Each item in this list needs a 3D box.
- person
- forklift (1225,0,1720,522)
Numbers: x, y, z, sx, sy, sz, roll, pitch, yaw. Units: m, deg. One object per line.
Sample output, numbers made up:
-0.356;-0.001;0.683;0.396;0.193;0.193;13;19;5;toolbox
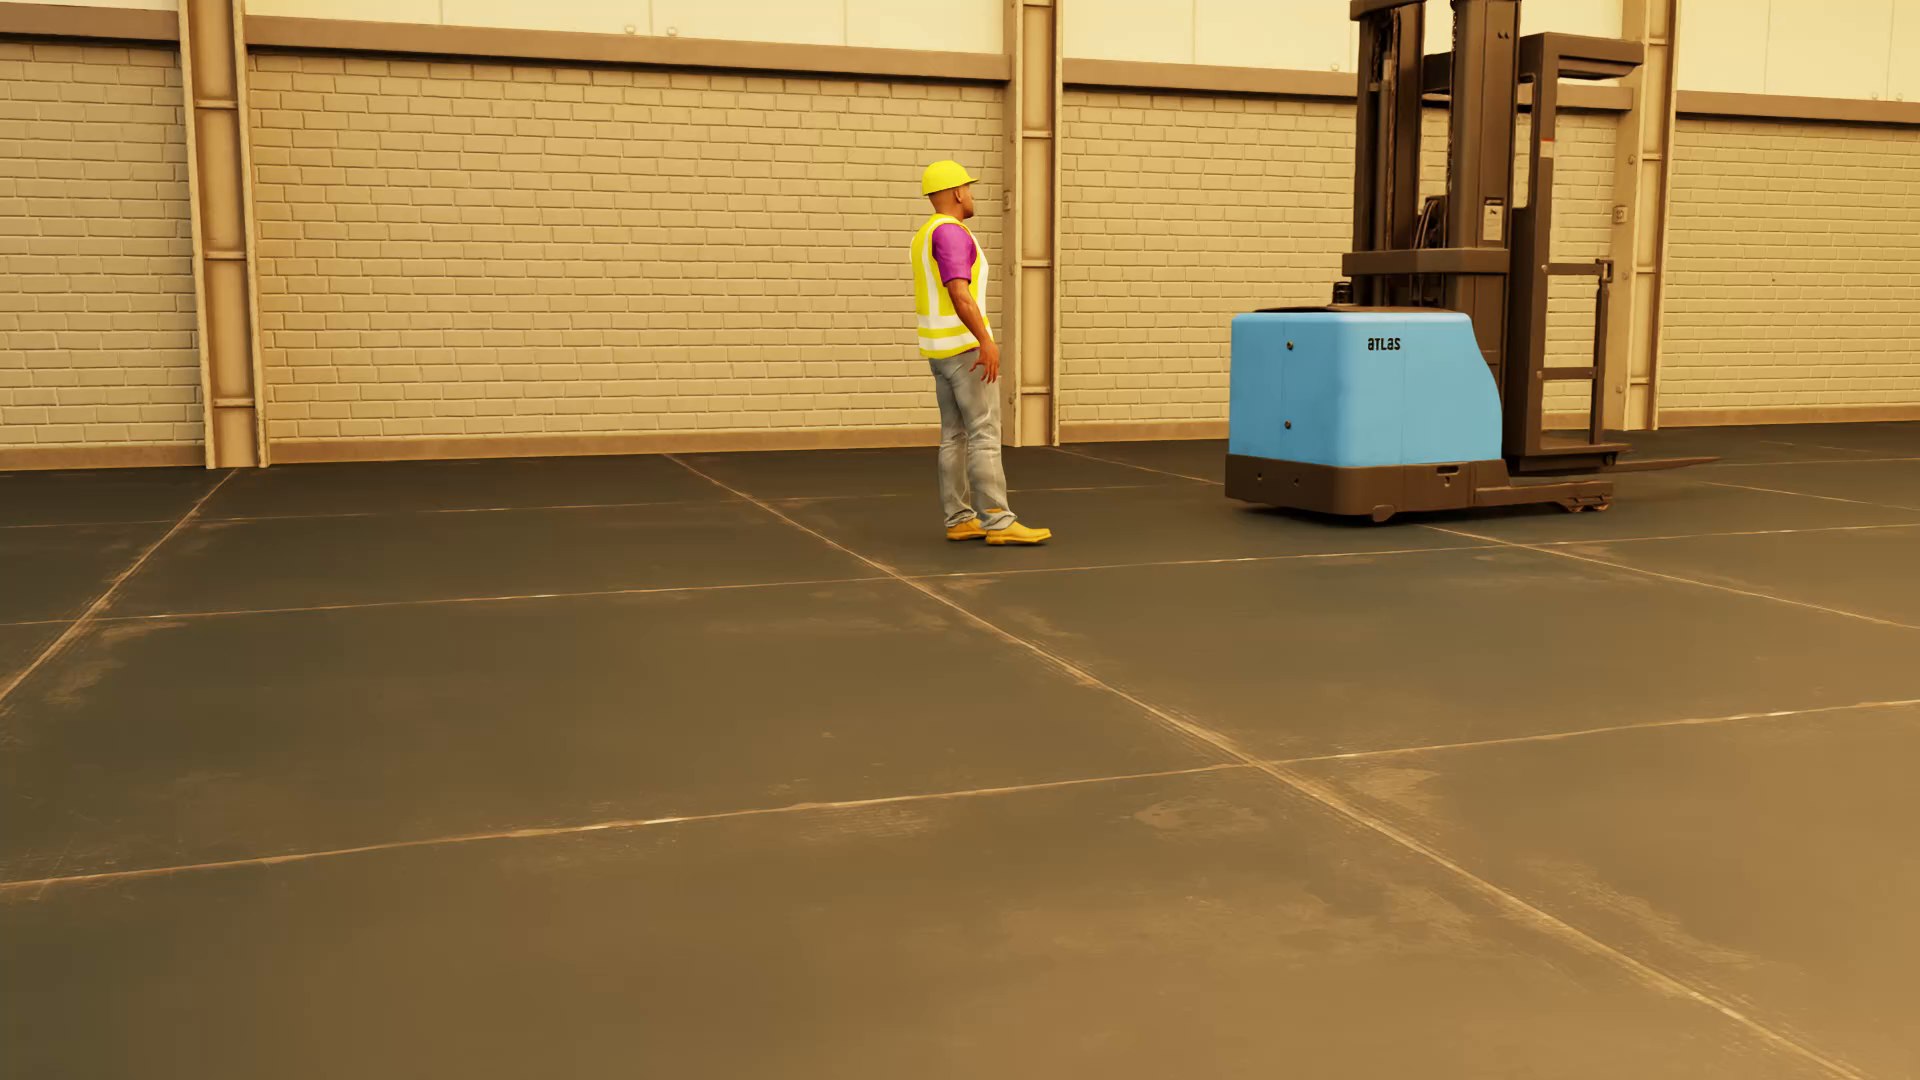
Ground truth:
0.068;-0.885;7.821;0.575;1.768;0.665;-3;8;-18;person
2.999;-1.657;9.232;3.031;2.935;1.130;-4;9;-28;forklift
